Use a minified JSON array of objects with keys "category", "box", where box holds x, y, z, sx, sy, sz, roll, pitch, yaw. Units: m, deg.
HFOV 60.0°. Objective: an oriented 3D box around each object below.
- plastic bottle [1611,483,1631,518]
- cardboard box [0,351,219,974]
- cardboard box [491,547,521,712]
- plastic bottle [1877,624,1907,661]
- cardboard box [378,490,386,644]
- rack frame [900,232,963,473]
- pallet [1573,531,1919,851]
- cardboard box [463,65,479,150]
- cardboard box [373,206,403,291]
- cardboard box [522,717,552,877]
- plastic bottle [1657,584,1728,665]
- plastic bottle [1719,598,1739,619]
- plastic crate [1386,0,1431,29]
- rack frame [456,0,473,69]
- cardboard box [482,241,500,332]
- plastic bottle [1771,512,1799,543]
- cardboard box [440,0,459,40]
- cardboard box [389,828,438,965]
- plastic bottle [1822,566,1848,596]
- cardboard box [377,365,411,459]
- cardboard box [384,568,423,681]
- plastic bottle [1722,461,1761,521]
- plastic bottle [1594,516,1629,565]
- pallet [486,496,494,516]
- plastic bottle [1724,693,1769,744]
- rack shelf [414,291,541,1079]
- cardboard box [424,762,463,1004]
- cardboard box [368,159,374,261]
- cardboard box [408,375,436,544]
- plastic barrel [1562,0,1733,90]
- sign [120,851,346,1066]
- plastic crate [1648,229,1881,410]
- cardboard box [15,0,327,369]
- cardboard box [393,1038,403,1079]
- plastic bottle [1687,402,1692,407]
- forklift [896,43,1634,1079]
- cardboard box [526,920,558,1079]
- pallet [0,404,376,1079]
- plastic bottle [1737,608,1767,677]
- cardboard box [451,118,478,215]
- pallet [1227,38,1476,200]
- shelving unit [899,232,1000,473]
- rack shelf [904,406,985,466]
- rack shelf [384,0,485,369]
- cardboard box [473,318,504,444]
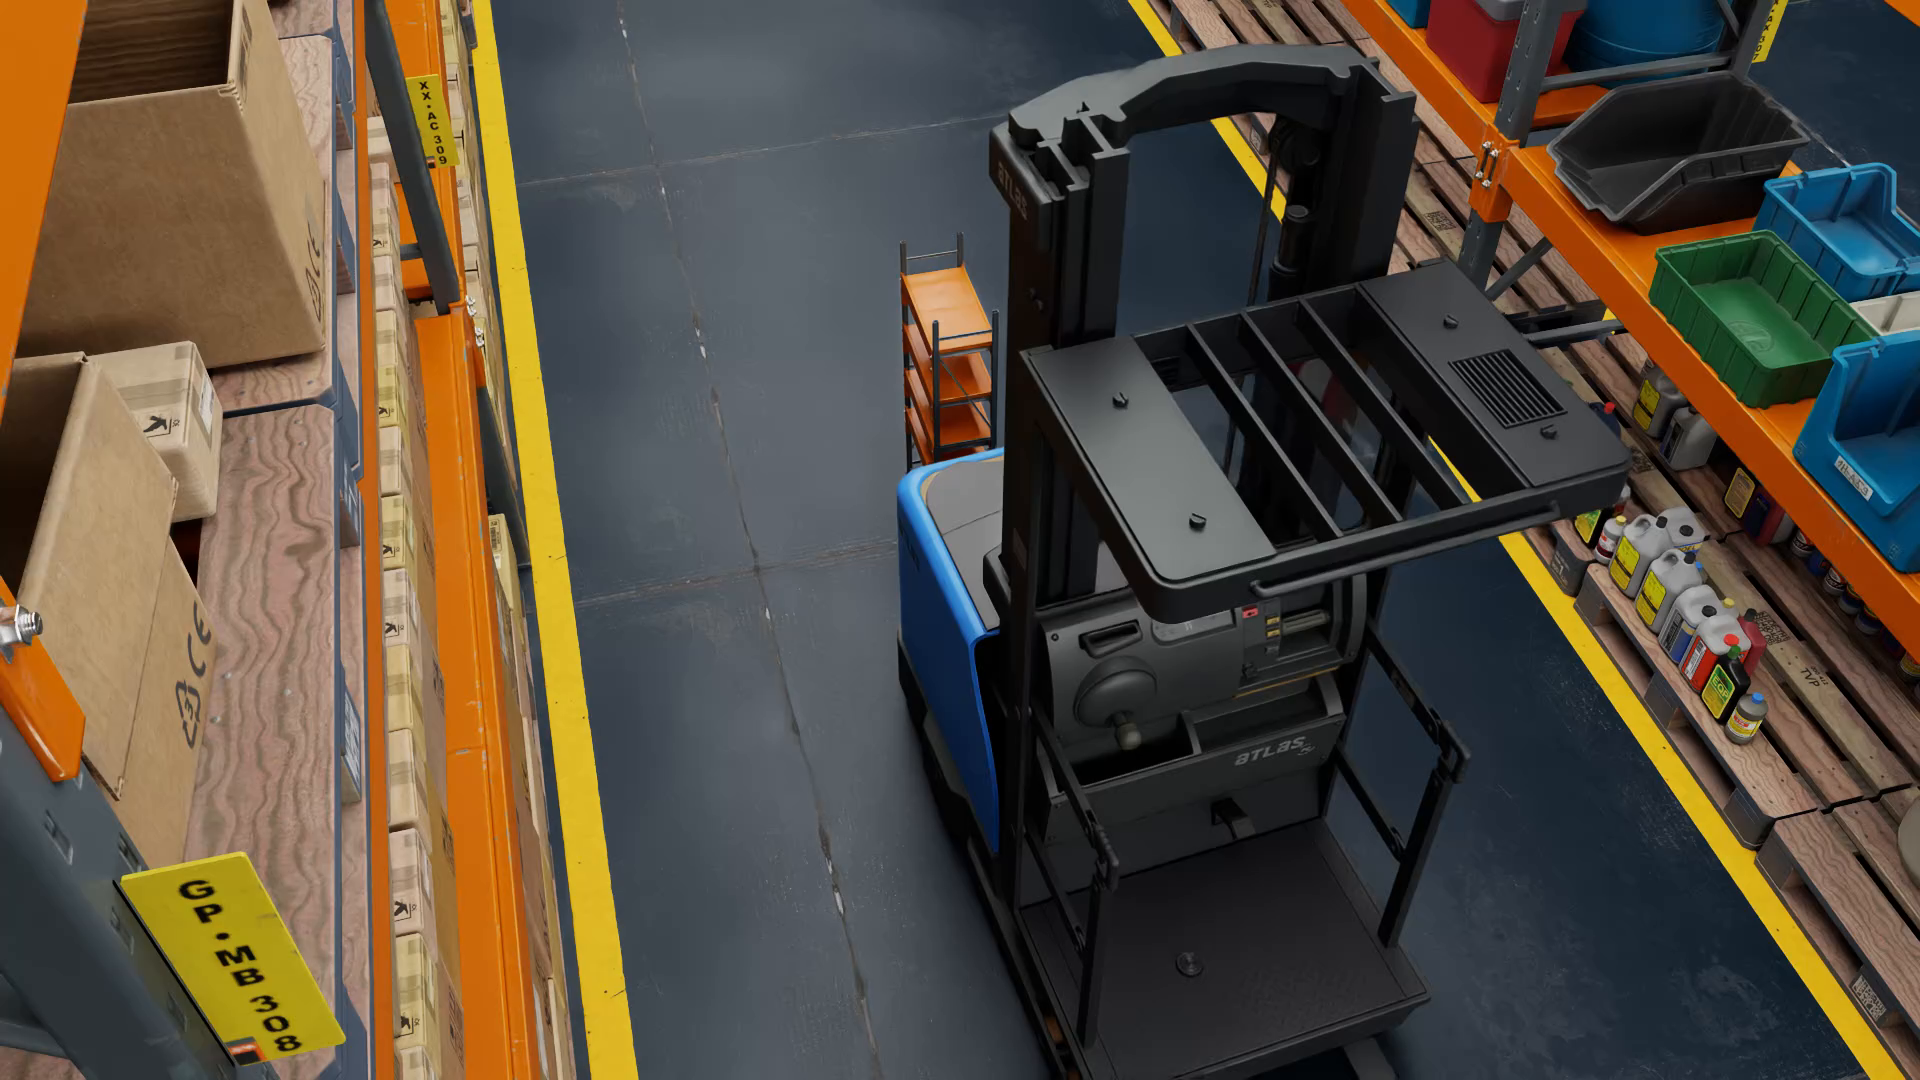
[{"category":"plastic bottle","box":[2.505,-0.139,6.388,0.097,0.271,0.097,0,46,0]},{"category":"cardboard box","box":[-1.331,0.187,1.902,0.797,0.503,0.637,-8,46,-8]},{"category":"cardboard box","box":[-1.765,0.286,5.476,0.500,0.500,0.500,-11,47,-10]},{"category":"plastic bottle","box":[3.399,0.292,5.957,0.061,0.283,0.133,-10,46,-10]},{"category":"cardboard box","box":[-1.706,-0.039,3.710,0.700,0.500,0.500,-11,47,-10]},{"category":"rack frame","box":[-0.105,-0.703,6.599,0.240,1.200,0.015,-11,47,-10]},{"category":"pallet","box":[3.025,0.493,6.119,1.003,0.211,1.213,-11,47,-10]},{"category":"cardboard box","box":[-2.730,-2.167,8.405,0.500,0.250,0.500,-11,47,-11]},{"category":"cardboard box","box":[-1.873,-0.837,4.946,0.380,0.149,0.250,-12,47,-11]},{"category":"cardboard box","box":[-1.621,0.890,5.409,0.500,0.250,0.500,-11,47,-10]},{"category":"plastic bottle","box":[2.634,0.300,5.955,0.152,0.276,0.135,-12,47,-11]},{"category":"plastic bottle","box":[2.750,0.291,6.016,0.097,0.201,0.097,0,46,0]},{"category":"plastic crate","box":[1.995,-2.497,7.108,0.392,0.384,0.575,-11,47,-10]},{"category":"rack frame","box":[-3.236,-3.657,8.233,1.000,3.000,0.127,-11,47,-10]},{"category":"cardboard box","box":[-2.340,-1.114,7.372,0.500,0.250,0.500,-12,47,-12]},{"category":"plastic bottle","box":[3.191,-0.138,6.384,0.152,0.276,0.135,-10,46,-10]},{"category":"cardboard box","box":[-2.863,-2.721,8.555,0.500,0.311,0.500,-10,46,-9]},{"category":"cardboard box","box":[-1.275,0.765,3.375,0.380,0.149,0.250,-11,47,-11]},{"category":"plastic bottle","box":[3.300,0.106,6.197,0.097,0.201,0.097,0,46,0]},{"category":"cardboard box","box":[-1.676,-0.306,4.425,0.380,0.149,0.250,-11,47,-11]},{"category":"cardboard box","box":[-1.473,0.233,3.897,0.380,0.149,0.250,-10,46,-10]},{"category":"plastic bottle","box":[3.060,-0.217,6.457,0.061,0.283,0.133,-11,47,-10]},{"category":"plastic bottle","box":[2.481,-0.009,6.310,0.097,0.201,0.097,0,46,0]},{"category":"pallet","box":[-2.438,-0.421,7.014,1.003,0.211,1.213,-11,47,-10]},{"category":"plastic bottle","box":[2.708,0.601,5.712,0.097,0.201,0.097,0,46,0]},{"category":"rack shelf","box":[-1.700,0.738,4.431,1.077,0.370,4.000,-11,47,-10]},{"category":"cardboard box","box":[-1.555,0.801,3.794,0.700,0.500,0.500,-10,46,-10]},{"category":"cardboard box","box":[-2.092,-1.079,4.729,0.700,0.500,0.500,-10,47,-10]},{"category":"cardboard box","box":[-1.951,-0.262,4.836,0.700,0.500,0.500,-11,47,-11]},{"category":"plastic barrel","box":[2.772,-2.296,6.549,0.600,0.901,0.708,-11,47,-10]},{"category":"sign","box":[-0.649,0.386,1.504,0.100,0.325,0.005,-11,47,-10]},{"category":"plastic crate","box":[2.652,-0.735,5.519,0.450,0.188,0.662,-11,47,-10]},{"category":"cardboard box","box":[-1.348,-0.611,2.686,0.500,0.500,0.500,-11,47,-10]},{"category":"cardboard box","box":[-1.308,1.016,2.675,0.700,0.500,0.500,-11,47,-10]},{"category":"plastic bottle","box":[3.021,-0.633,6.817,0.144,0.351,0.185,-12,47,-11]},{"category":"forklift","box":[0.741,0.380,4.325,1.130,2.935,3.031,-14,47,-13]},{"category":"cardboard box","box":[-1.380,1.321,4.461,0.500,0.500,0.500,-11,47,-10]},{"category":"pallet","box":[-1.344,0.355,2.264,1.003,0.211,1.213,-11,47,-10]},{"category":"plastic bottle","box":[2.773,0.374,5.877,0.061,0.283,0.133,-11,47,-10]},{"category":"cardboard box","box":[-2.471,-1.668,7.523,0.500,0.311,0.500,-10,46,-9]},{"category":"pallet","box":[2.023,-2.201,8.759,1.003,0.211,1.213,-11,47,-10]},{"category":"shelving unit","box":[-0.042,-0.534,6.433,0.258,1.200,0.503,-11,47,-10]},{"category":"rack shelf","box":[-0.042,-0.348,6.623,0.258,0.148,0.480,-11,47,-10]},{"category":"rack shelf","box":[-2.724,-2.024,7.137,1.077,0.370,4.000,-11,47,-10]},{"category":"cardboard box","box":[-2.077,-0.607,6.483,0.500,0.311,0.500,-11,47,-10]}]
